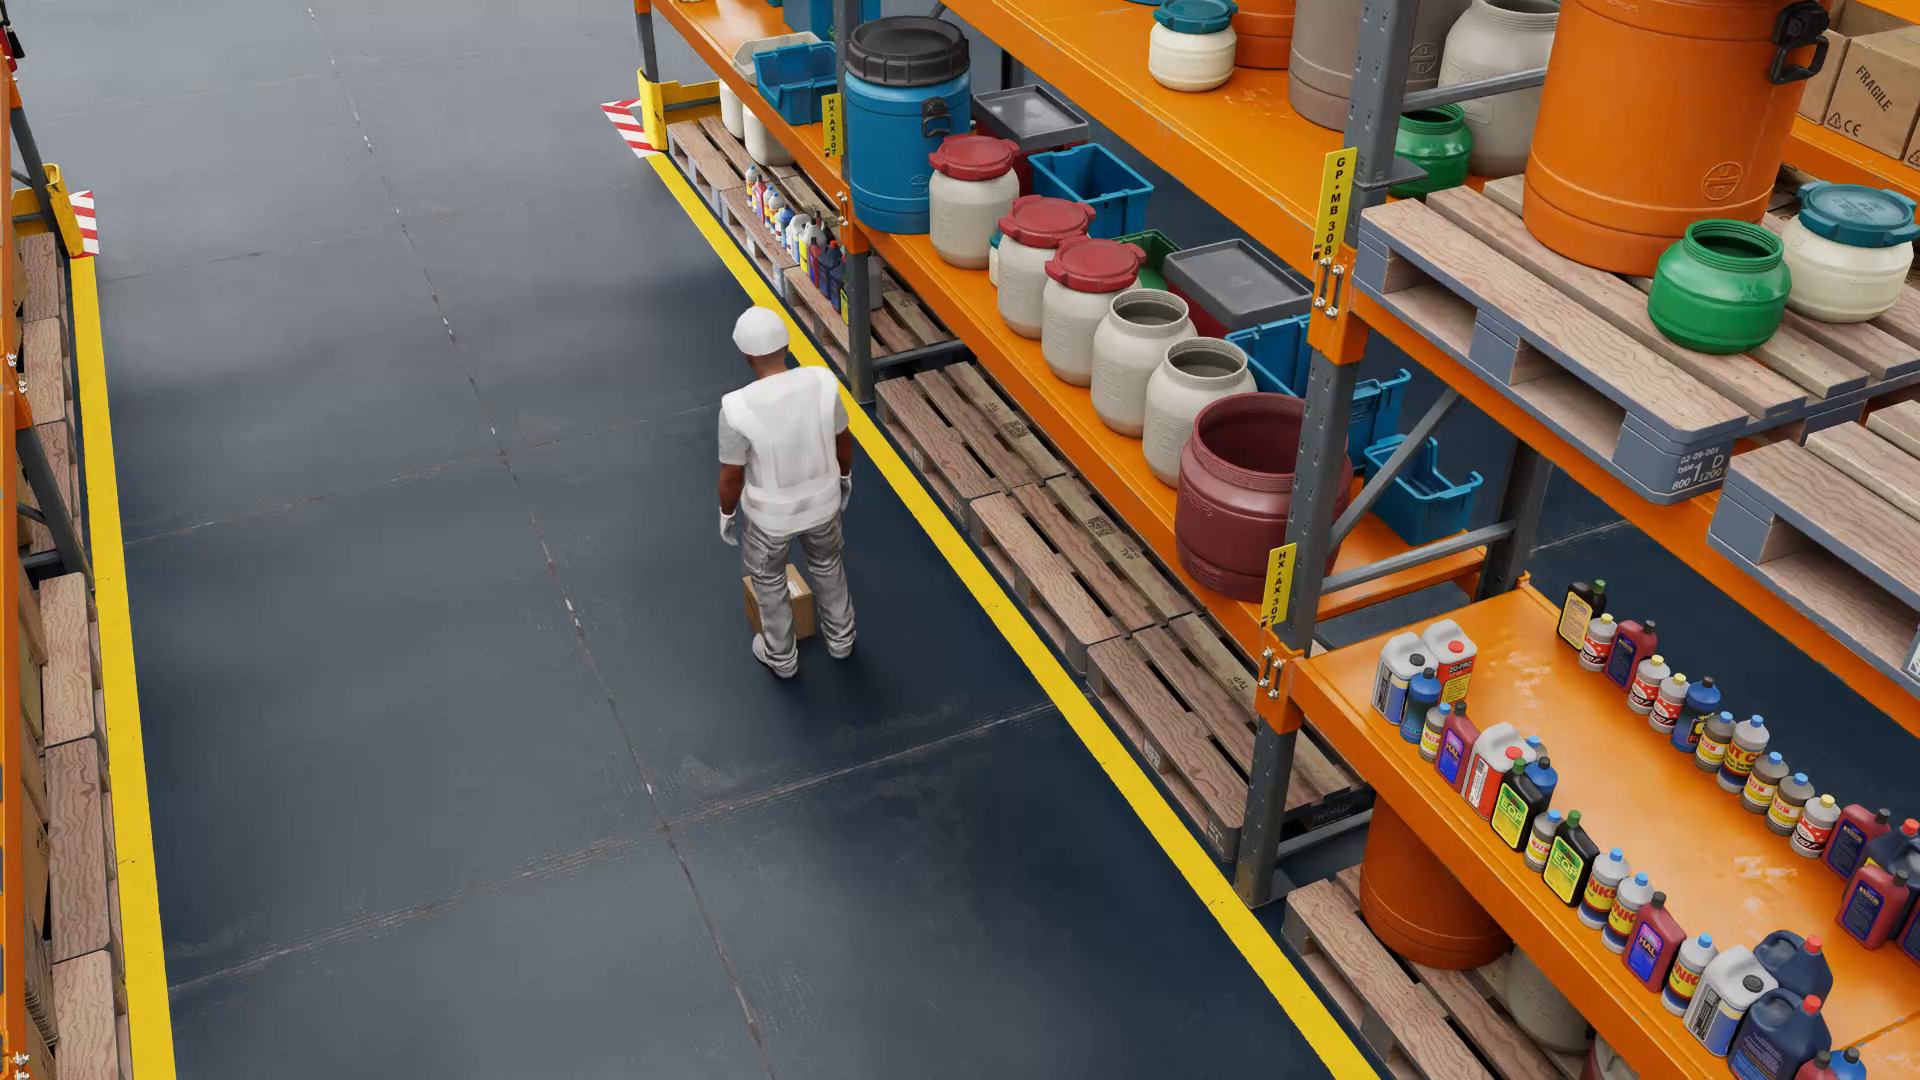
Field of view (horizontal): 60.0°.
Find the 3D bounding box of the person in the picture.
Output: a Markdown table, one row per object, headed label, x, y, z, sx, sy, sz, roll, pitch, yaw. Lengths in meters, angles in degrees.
| label | x | y | z | sx | sy | sz | roll | pitch | yaw |
| --- | --- | --- | --- | --- | --- | --- | --- | --- | --- |
| person | -0.737 | -0.176 | 7.082 | 0.623 | 1.773 | 0.451 | -18 | 41 | -22 |
